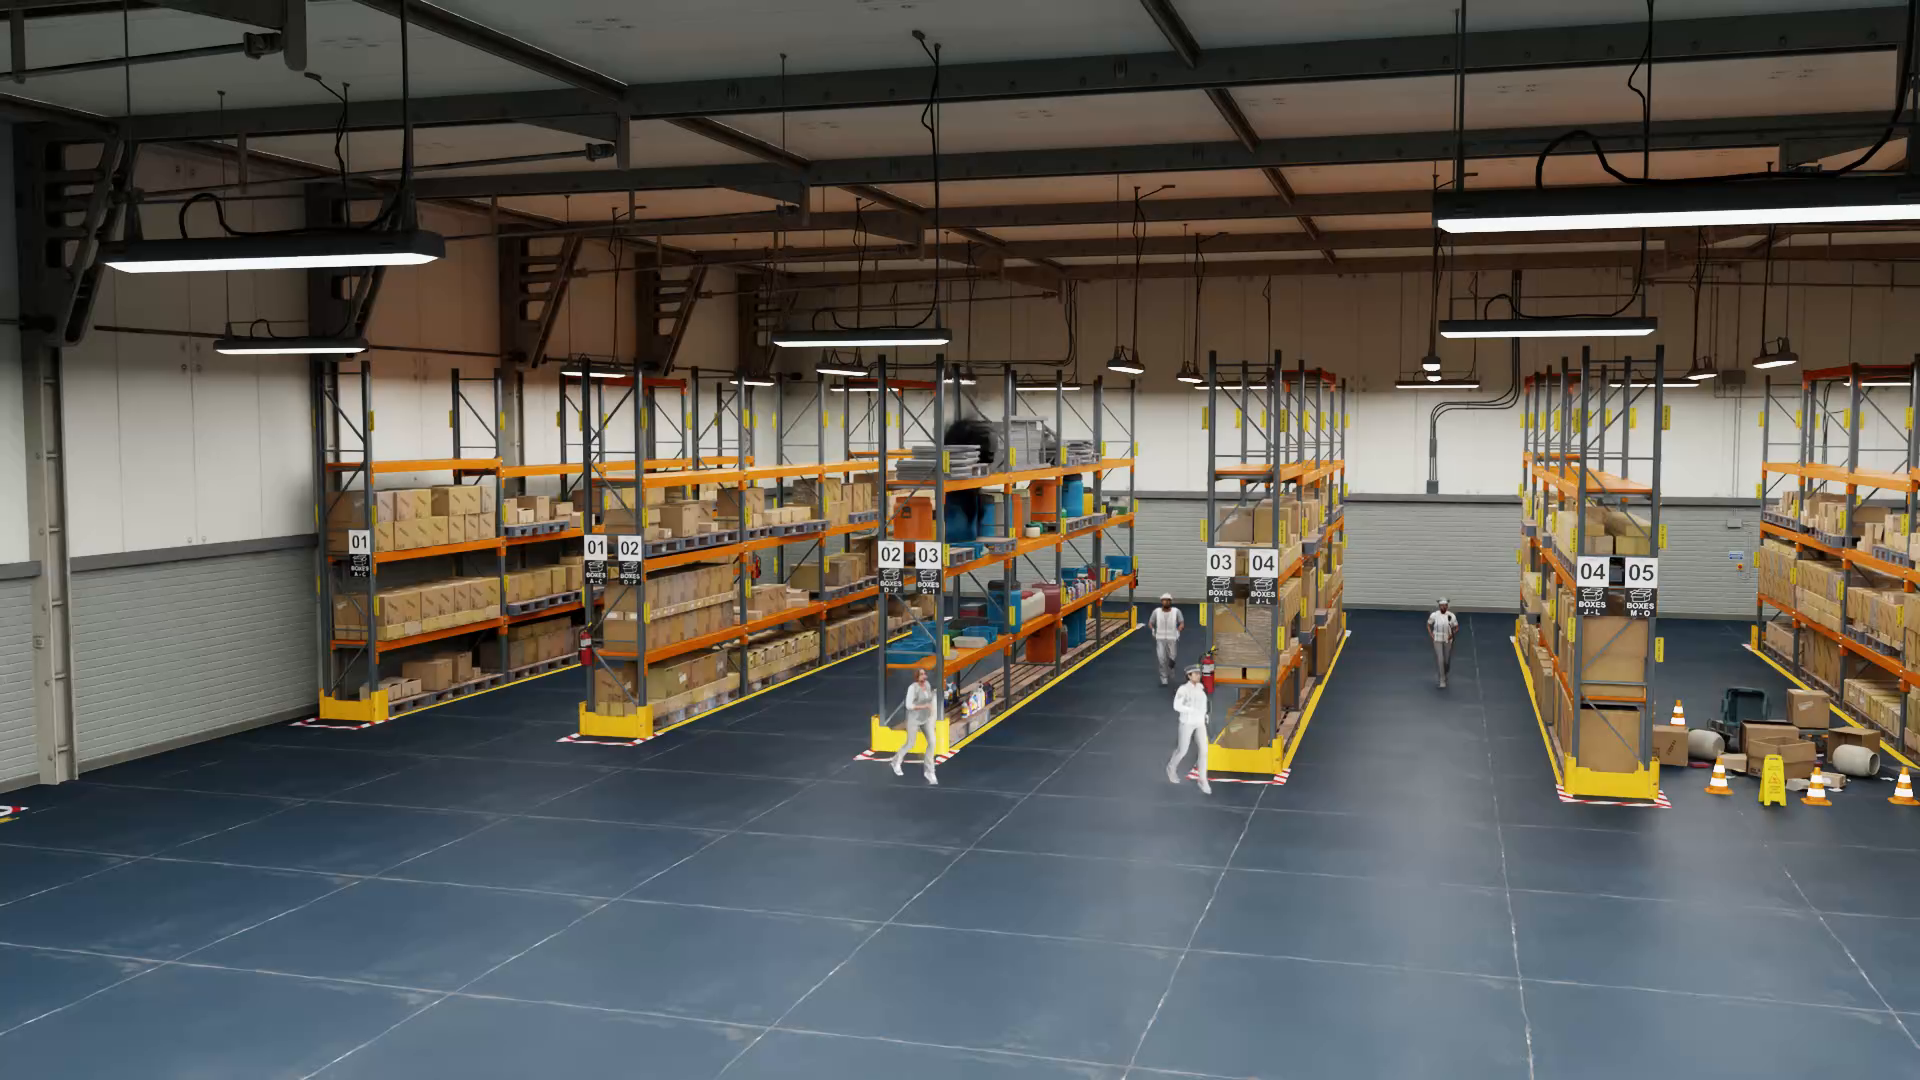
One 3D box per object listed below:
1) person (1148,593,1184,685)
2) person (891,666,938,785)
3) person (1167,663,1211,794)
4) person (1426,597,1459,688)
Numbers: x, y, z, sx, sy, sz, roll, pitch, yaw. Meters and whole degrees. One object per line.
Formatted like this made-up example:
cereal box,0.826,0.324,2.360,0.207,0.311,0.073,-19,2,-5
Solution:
person,3.913,1.879,31.585,0.679,1.733,0.621,1,4,8
person,-0.592,2.555,23.119,0.549,1.633,0.849,-3,5,-38
person,3.161,2.519,22.589,0.642,1.702,0.905,-2,5,-26
person,9.130,1.917,31.475,0.594,1.688,0.755,1,4,12
